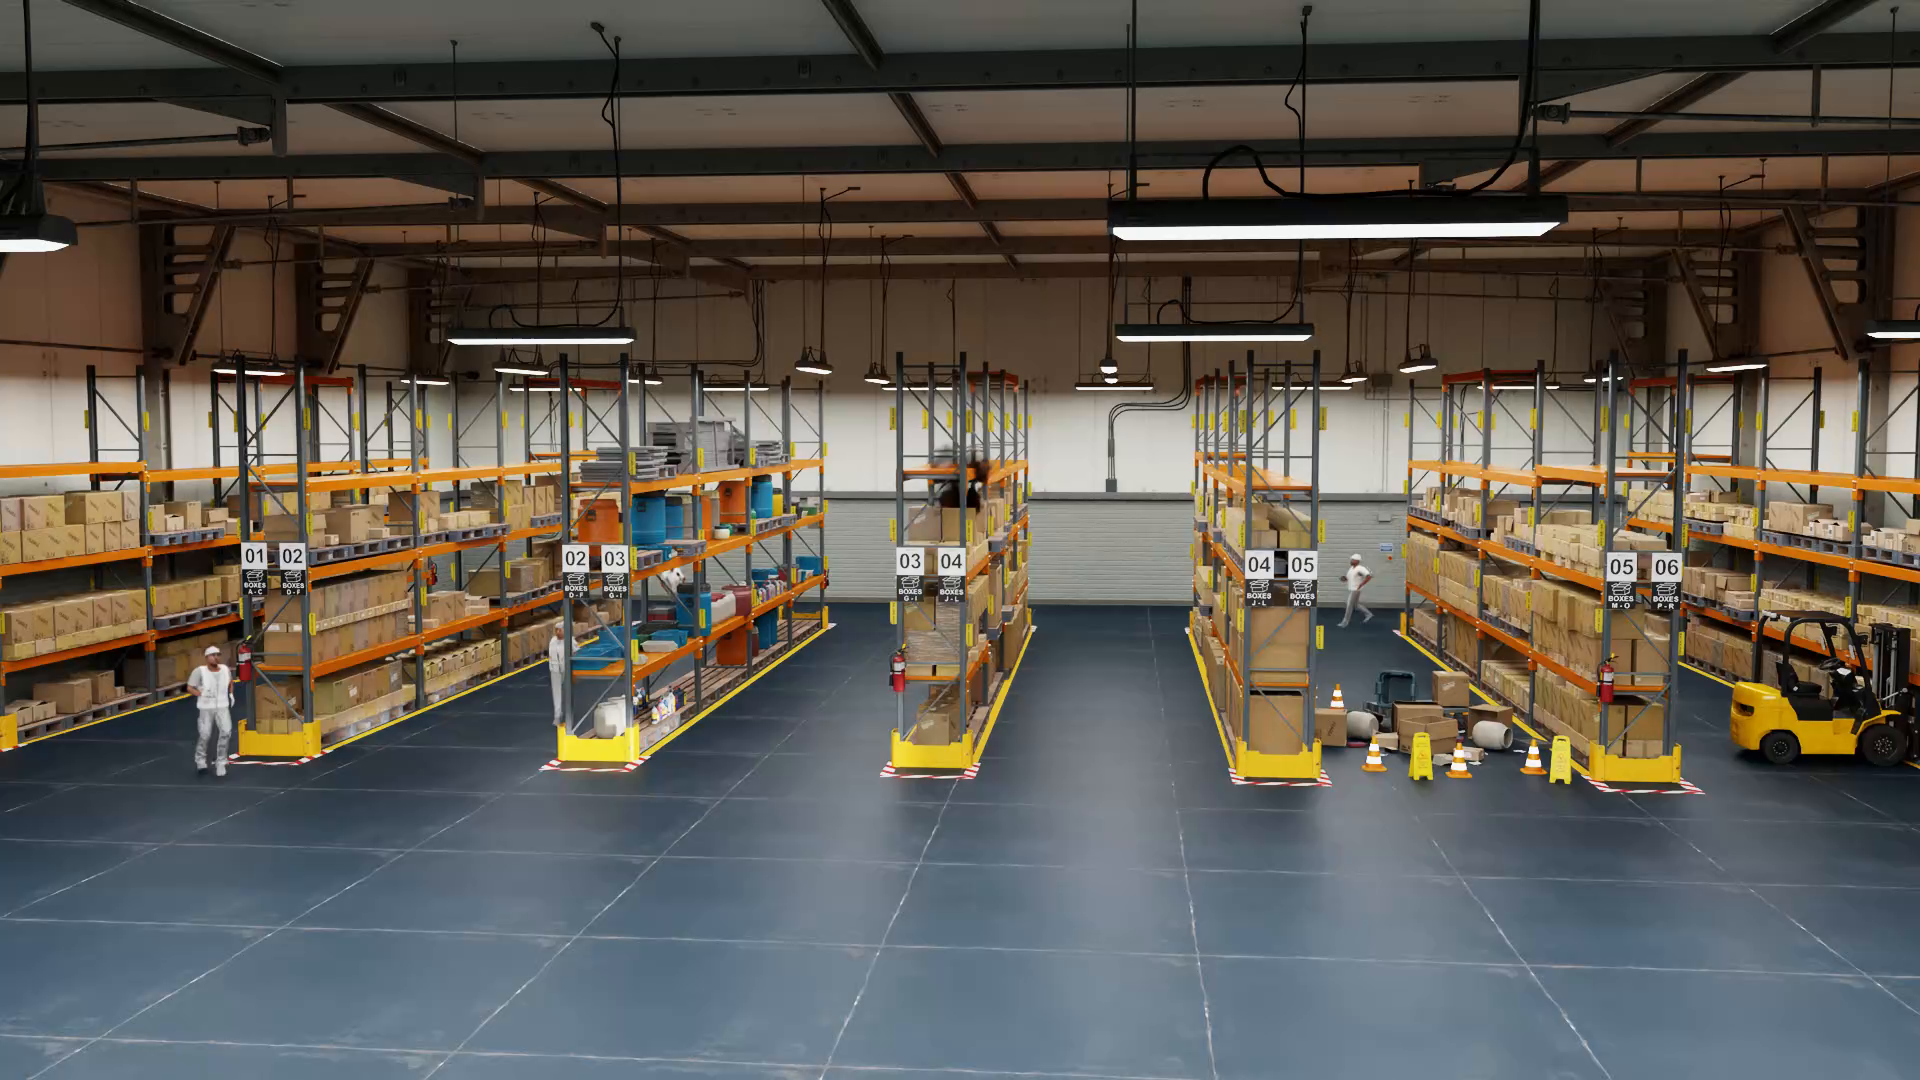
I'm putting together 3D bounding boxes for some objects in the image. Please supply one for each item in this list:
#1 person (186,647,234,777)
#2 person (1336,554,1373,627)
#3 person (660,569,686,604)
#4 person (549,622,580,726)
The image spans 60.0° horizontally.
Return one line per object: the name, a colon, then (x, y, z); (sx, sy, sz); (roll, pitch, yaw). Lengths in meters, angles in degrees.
person: (-10.633, 2.430, 23.674); (0.688, 1.822, 0.670); (-3, 5, -40)
person: (9.612, 1.227, 40.453); (0.972, 1.765, 0.699); (0, 4, -6)
person: (-7.022, 1.286, 41.066); (0.746, 1.612, 0.716); (-3, 5, -33)
person: (-6.602, 2.207, 27.745); (0.593, 1.686, 0.868); (0, 4, 1)
